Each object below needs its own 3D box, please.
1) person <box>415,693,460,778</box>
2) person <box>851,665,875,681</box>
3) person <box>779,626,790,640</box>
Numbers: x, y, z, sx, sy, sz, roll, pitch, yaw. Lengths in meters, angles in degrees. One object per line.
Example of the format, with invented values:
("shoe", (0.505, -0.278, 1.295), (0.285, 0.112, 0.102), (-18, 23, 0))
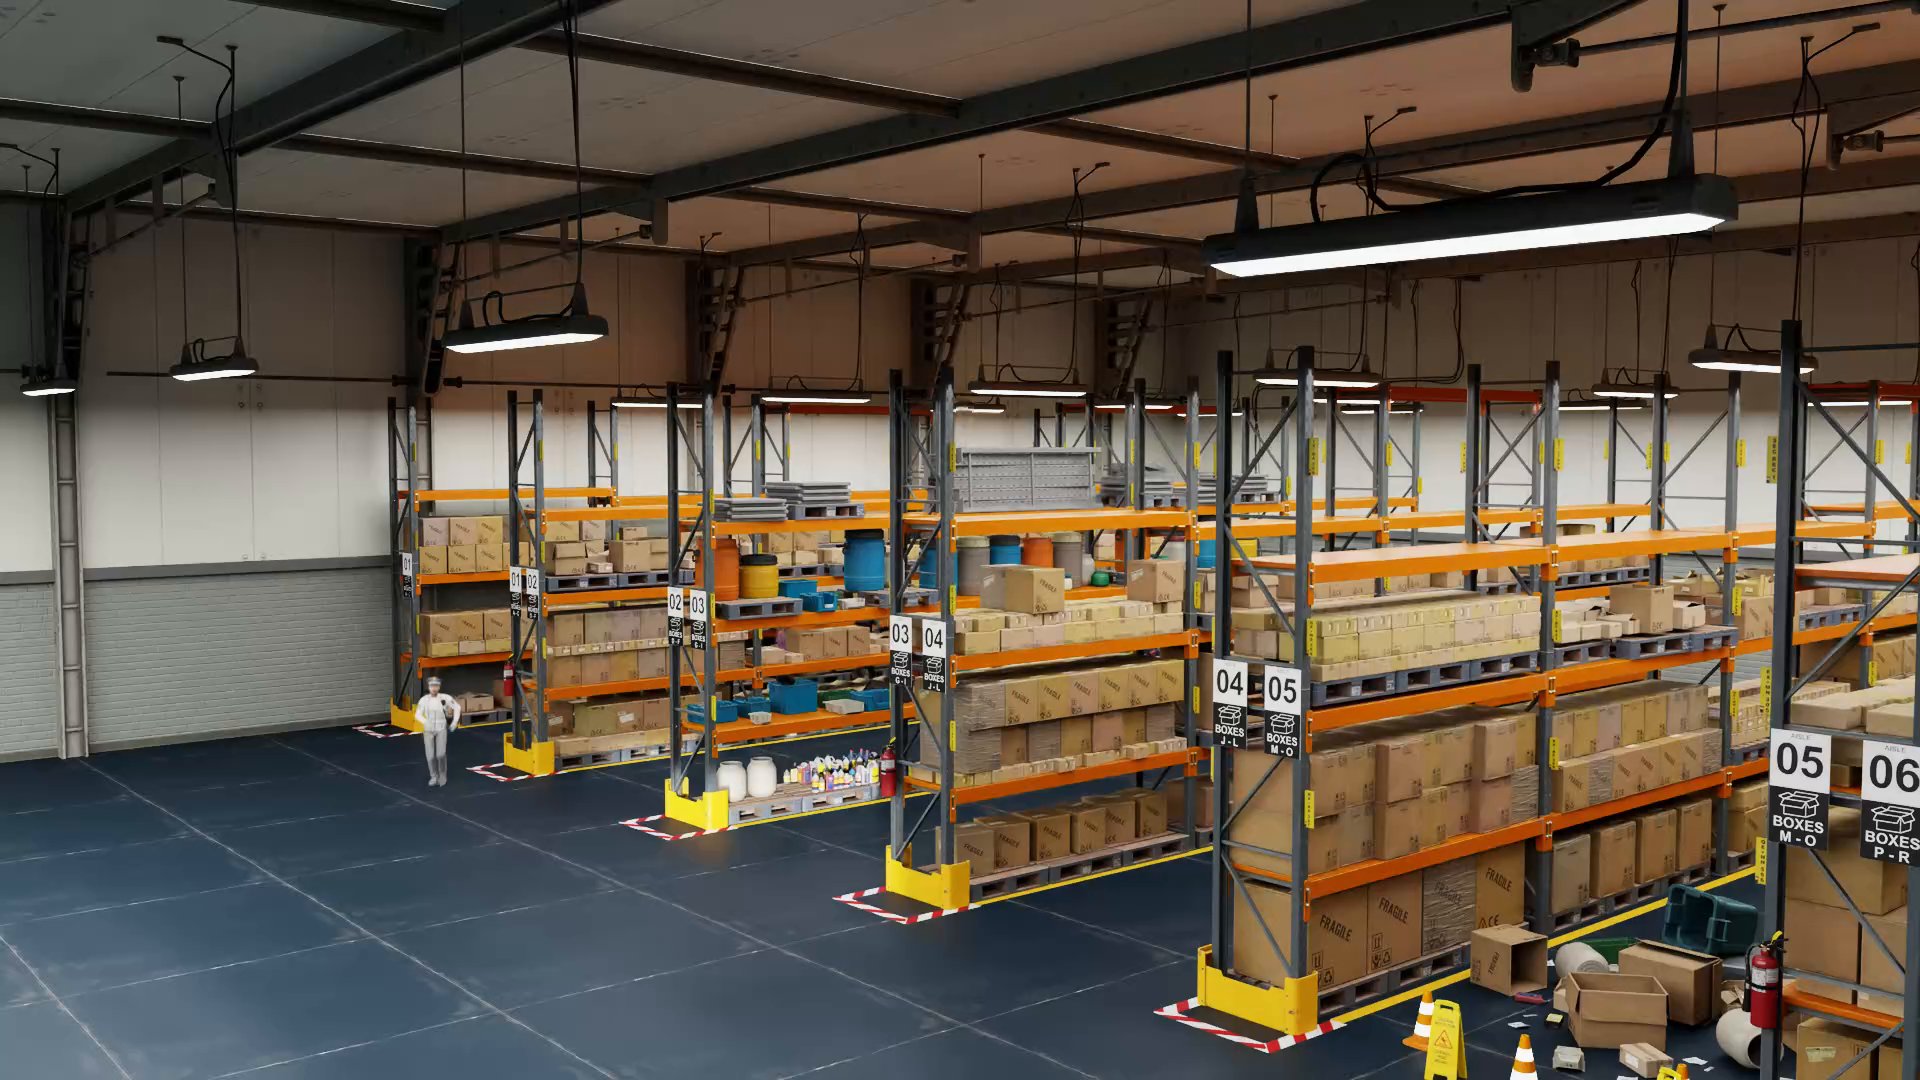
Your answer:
("person", (-7.847, 2.946, 24.977), (0.638, 1.335, 0.530), (-1, 3, -12))
("person", (-2.004, 2.690, 33.810), (0.228, 0.437, 0.896), (3, 4, 40))
("person", (-3.338, 1.866, 31.287), (0.513, 0.789, 0.545), (-3, 5, -43))
